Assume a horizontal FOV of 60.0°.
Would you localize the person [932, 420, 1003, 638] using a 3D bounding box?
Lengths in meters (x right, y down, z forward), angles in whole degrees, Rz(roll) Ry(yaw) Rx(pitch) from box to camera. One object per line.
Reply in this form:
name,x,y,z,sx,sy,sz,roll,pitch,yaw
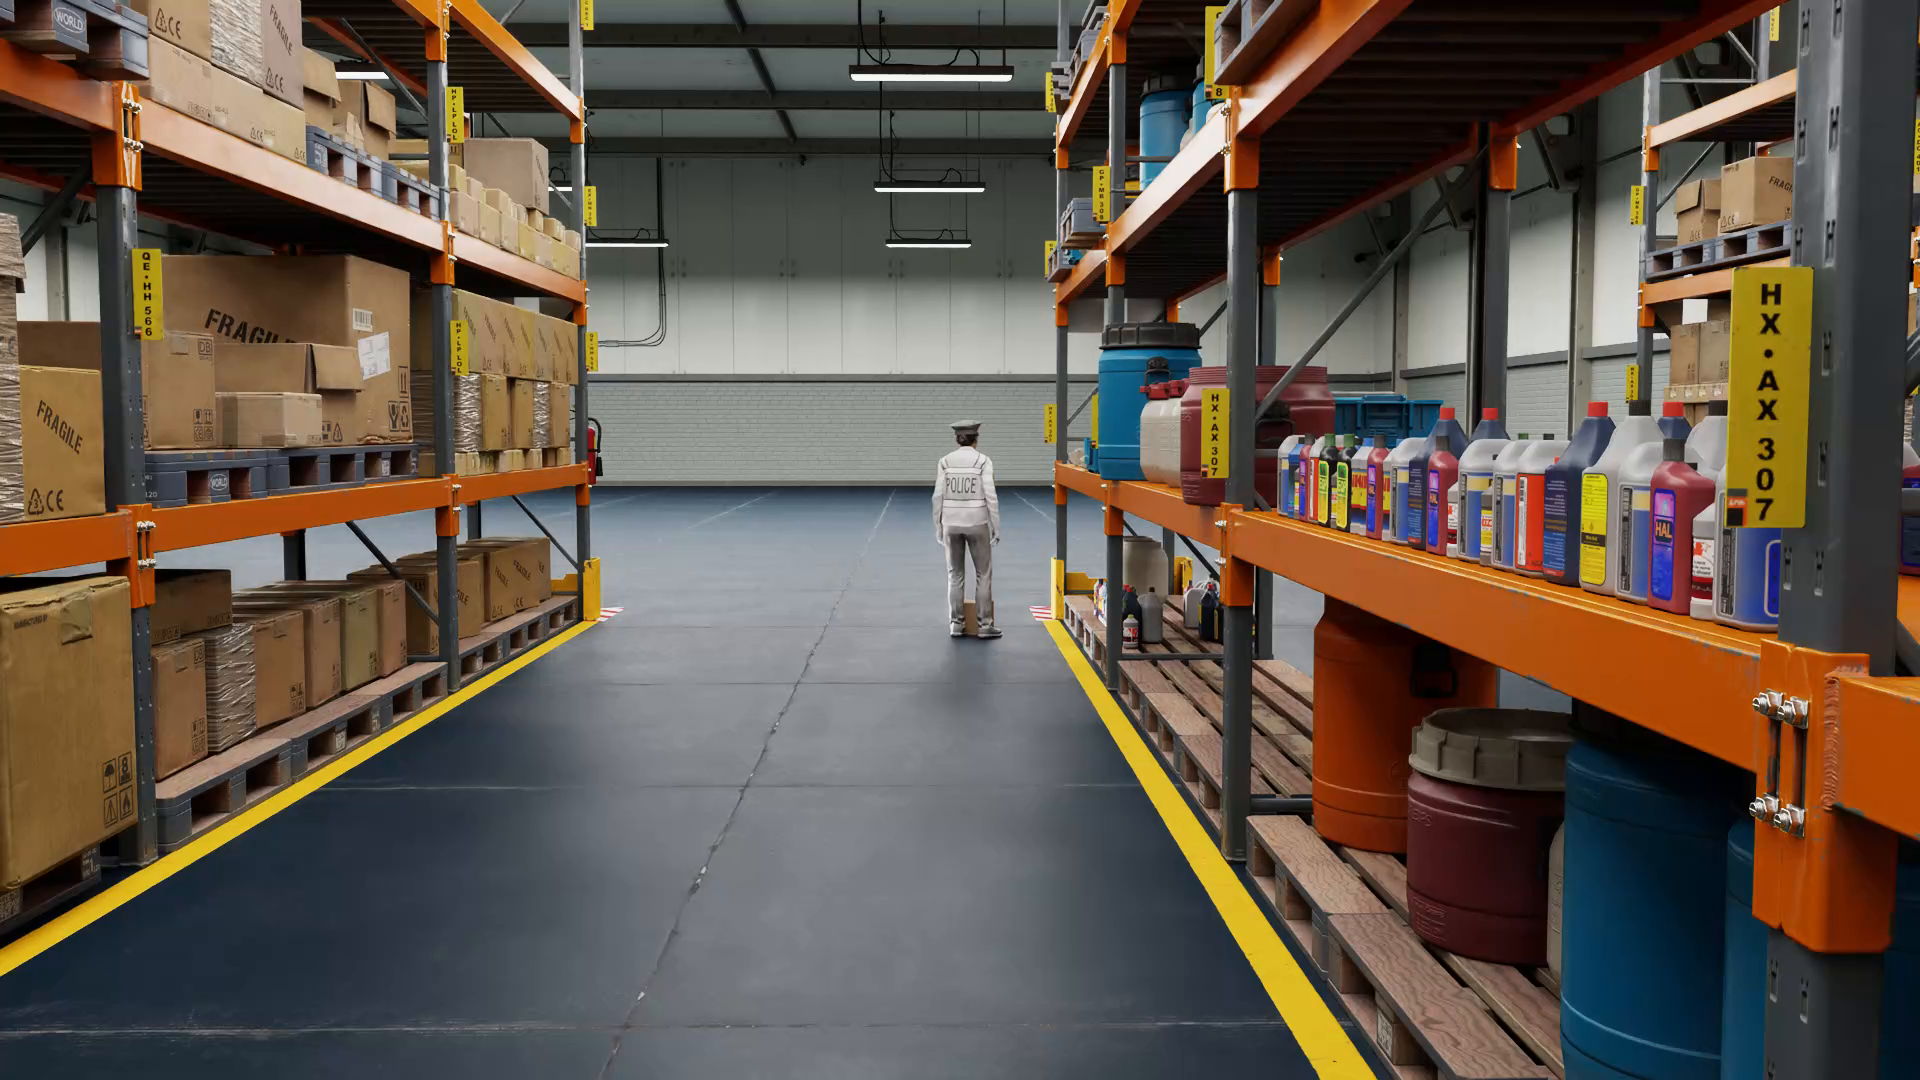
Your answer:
person,0.057,-0.086,12.745,0.530,1.664,0.403,1,4,18
